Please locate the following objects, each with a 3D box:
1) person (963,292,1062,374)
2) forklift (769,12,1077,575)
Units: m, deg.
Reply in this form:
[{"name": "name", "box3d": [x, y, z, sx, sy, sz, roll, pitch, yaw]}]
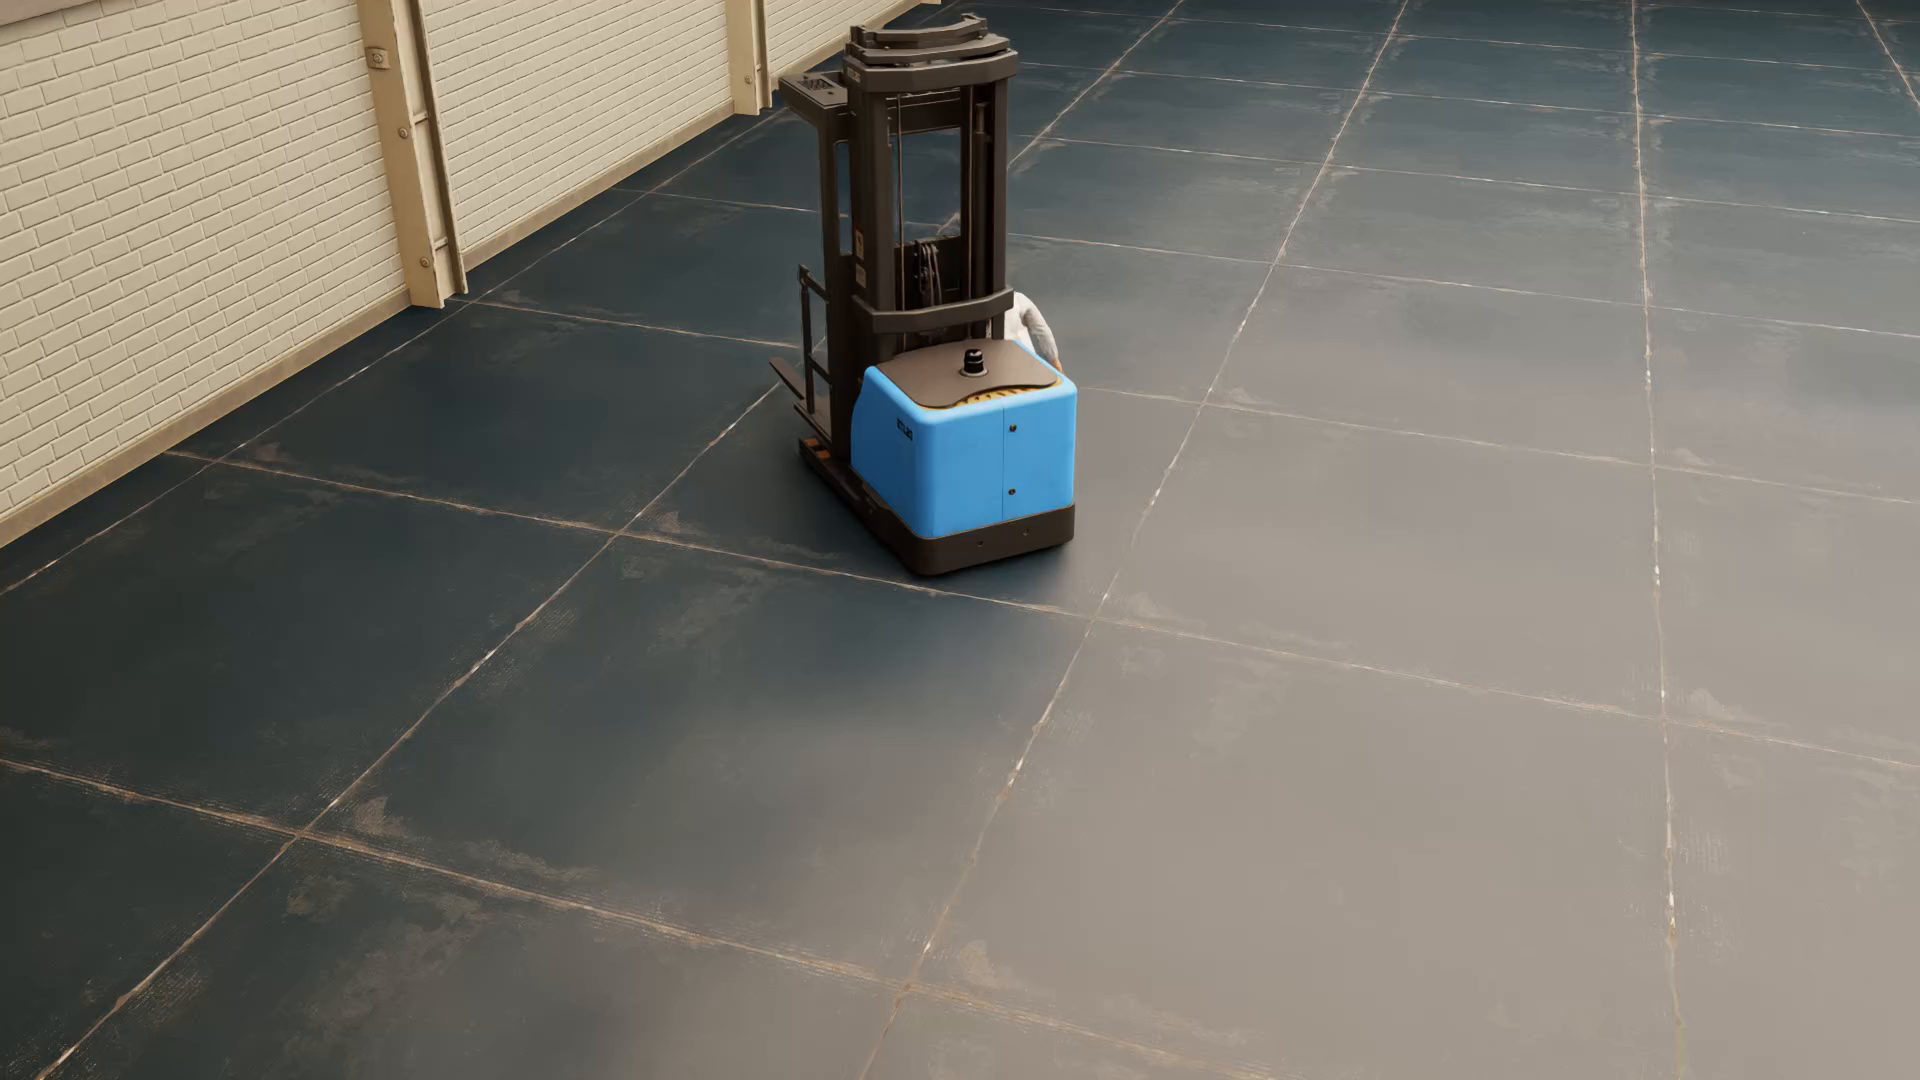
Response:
[{"name": "person", "box3d": [0.194, -1.234, 10.689, 0.977, 1.402, 1.077, 6, 30, 11]}, {"name": "forklift", "box3d": [-0.409, -1.779, 10.257, 1.130, 2.935, 3.031, -13, 32, -22]}]
